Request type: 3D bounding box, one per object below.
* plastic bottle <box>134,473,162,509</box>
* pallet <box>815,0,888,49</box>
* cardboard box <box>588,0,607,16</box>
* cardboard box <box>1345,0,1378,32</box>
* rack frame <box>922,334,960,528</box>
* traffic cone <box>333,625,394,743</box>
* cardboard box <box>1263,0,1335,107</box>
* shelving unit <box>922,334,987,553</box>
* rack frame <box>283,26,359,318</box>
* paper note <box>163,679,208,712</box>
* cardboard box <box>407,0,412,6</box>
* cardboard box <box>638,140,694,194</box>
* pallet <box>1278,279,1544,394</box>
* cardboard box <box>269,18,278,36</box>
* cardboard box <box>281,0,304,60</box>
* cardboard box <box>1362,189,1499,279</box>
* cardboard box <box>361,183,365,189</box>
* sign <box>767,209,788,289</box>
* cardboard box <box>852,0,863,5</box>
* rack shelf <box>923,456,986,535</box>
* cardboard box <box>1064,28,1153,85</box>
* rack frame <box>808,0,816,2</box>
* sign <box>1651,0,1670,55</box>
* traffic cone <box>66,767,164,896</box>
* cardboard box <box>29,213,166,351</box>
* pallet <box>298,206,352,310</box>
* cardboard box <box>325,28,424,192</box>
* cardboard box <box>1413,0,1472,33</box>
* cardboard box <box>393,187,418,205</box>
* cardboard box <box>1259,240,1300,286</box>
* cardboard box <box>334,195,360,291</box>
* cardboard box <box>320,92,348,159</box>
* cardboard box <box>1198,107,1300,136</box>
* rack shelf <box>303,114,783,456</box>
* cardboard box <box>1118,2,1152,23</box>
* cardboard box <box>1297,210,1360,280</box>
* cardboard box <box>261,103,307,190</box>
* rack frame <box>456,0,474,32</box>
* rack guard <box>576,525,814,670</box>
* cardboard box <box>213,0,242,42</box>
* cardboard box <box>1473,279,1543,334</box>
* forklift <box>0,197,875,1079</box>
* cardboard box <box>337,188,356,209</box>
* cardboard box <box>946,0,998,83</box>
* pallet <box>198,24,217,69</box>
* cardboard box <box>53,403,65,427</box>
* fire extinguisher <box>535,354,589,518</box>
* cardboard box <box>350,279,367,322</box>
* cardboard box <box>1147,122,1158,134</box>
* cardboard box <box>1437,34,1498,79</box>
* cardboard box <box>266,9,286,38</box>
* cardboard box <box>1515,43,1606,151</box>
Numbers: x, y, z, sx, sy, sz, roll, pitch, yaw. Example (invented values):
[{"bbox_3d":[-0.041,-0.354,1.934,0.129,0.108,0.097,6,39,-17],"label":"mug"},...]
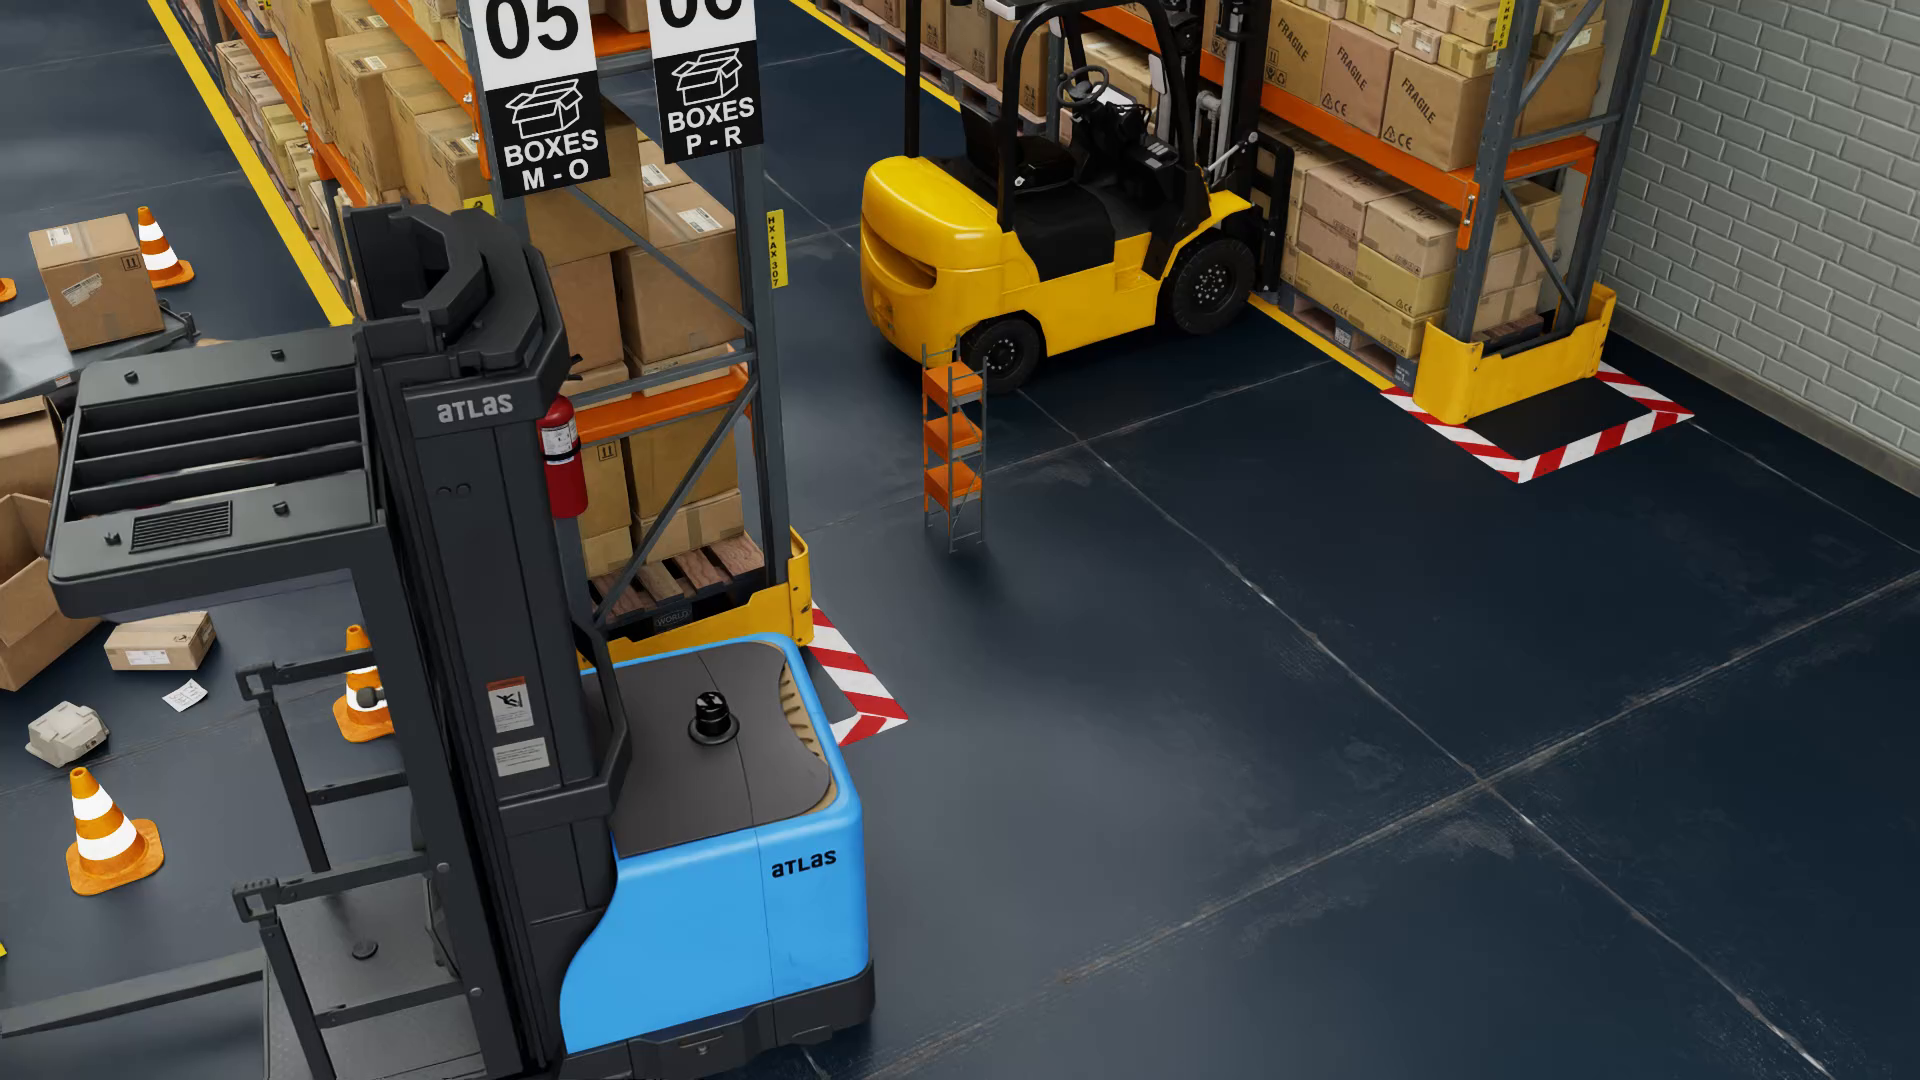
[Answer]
[{"bbox_3d":[-4.183,-0.267,8.564,0.133,0.061,0.283,-12,38,-16],"label":"plastic bottle"},{"bbox_3d":[-0.550,-4.623,14.400,1.003,0.211,1.213,-19,40,-24],"label":"pallet"},{"bbox_3d":[-1.296,-2.110,6.266,0.380,0.149,0.250,-20,41,-25],"label":"cardboard box"},{"bbox_3d":[2.327,-2.898,9.040,0.380,0.149,0.250,-19,40,-24],"label":"cardboard box"},{"bbox_3d":[-0.088,-0.513,8.063,0.200,1.050,0.008,-19,40,-24],"label":"rack frame"},{"bbox_3d":[-2.532,0.560,7.091,0.336,0.463,0.334,-19,40,-24],"label":"traffic cone"},{"bbox_3d":[2.105,-2.843,9.514,0.500,0.500,0.500,-20,41,-25],"label":"cardboard box"},{"bbox_3d":[-0.027,-0.451,7.978,0.215,1.050,0.252,-19,40,-24],"label":"shelving unit"},{"bbox_3d":[-3.210,-2.668,9.359,1.000,3.000,0.127,-19,40,-24],"label":"rack frame"},{"bbox_3d":[-3.397,0.679,7.294,0.142,0.019,0.148,26,44,31],"label":"paper note"},{"bbox_3d":[-1.879,-2.100,6.251,0.380,0.149,0.250,-18,40,-23],"label":"cardboard box"},{"bbox_3d":[-1.462,-1.375,7.253,0.500,0.500,0.500,-18,40,-23],"label":"cardboard box"},{"bbox_3d":[2.669,-1.352,9.922,1.003,0.211,1.213,-19,40,-24],"label":"pallet"},{"bbox_3d":[-3.825,-3.056,9.748,0.380,0.149,0.250,-20,41,-25],"label":"cardboard box"},{"bbox_3d":[-2.939,-2.676,8.186,0.700,0.500,0.500,-19,40,-24],"label":"cardboard box"},{"bbox_3d":[2.588,-1.706,9.170,0.500,0.250,0.500,-18,40,-22],"label":"cardboard box"},{"bbox_3d":[-2.904,-1.934,8.568,0.380,0.149,0.250,-18,40,-23],"label":"cardboard box"},{"bbox_3d":[-0.731,-1.138,6.531,0.100,0.325,0.005,-19,40,-24],"label":"sign"},{"bbox_3d":[-0.628,-5.069,14.304,0.875,0.625,0.625,-18,40,-23],"label":"cardboard box"},{"bbox_3d":[-0.027,-0.218,8.148,0.215,0.259,0.240,-19,40,-24],"label":"rack shelf"},{"bbox_3d":[1.051,-3.264,11.303,0.500,0.250,0.500,-20,40,-25],"label":"cardboard box"},{"bbox_3d":[-0.930,-6.180,14.169,1.000,3.000,0.127,-19,40,-24],"label":"rack frame"},{"bbox_3d":[3.572,-2.644,8.525,0.100,0.325,0.005,-19,40,-24],"label":"sign"},{"bbox_3d":[-3.321,1.062,6.404,0.336,0.463,0.334,-19,40,-24],"label":"traffic cone"},{"bbox_3d":[-4.734,-1.421,9.130,0.500,0.500,0.500,-19,40,-24],"label":"cardboard box"},{"bbox_3d":[-3.603,-1.938,10.725,1.003,0.211,1.213,-19,40,-24],"label":"pallet"},{"bbox_3d":[-2.239,-1.878,7.093,0.700,0.500,0.500,-19,40,-24],"label":"cardboard box"},{"bbox_3d":[2.576,-2.760,8.598,0.380,0.149,0.250,-19,40,-24],"label":"cardboard box"},{"bbox_3d":[-2.207,-1.496,7.419,0.500,0.500,0.500,-19,40,-24],"label":"cardboard box"},{"bbox_3d":[2.095,-1.820,10.174,0.500,0.250,0.500,-18,40,-23],"label":"cardboard box"},{"bbox_3d":[-3.147,-1.649,9.304,0.500,0.500,0.500,-17,39,-22],"label":"cardboard box"},{"bbox_3d":[-2.958,-2.272,8.481,0.500,0.500,0.500,-19,40,-24],"label":"cardboard box"},{"bbox_3d":[1.817,-2.480,10.229,0.500,0.250,0.500,-20,41,-25],"label":"cardboard box"},{"bbox_3d":[-2.205,-1.357,8.175,1.077,0.370,4.000,-19,40,-24],"label":"rack shelf"},{"bbox_3d":[1.353,-3.616,10.573,0.500,0.500,0.500,-18,40,-23],"label":"cardboard box"},{"bbox_3d":[2.332,-1.776,9.690,0.500,0.250,0.500,-19,40,-24],"label":"cardboard box"},{"bbox_3d":[-4.191,-2.763,11.361,0.950,0.372,0.625,-18,40,-22],"label":"cardboard box"},{"bbox_3d":[-1.201,-3.050,4.797,1.000,3.000,0.127,-19,40,-24],"label":"rack frame"},{"bbox_3d":[-1.239,0.343,7.357,1.175,0.500,0.348,-19,40,-24],"label":"rack guard"},{"bbox_3d":[-5.495,-4.396,13.171,0.875,0.875,0.875,-19,40,-24],"label":"cardboard box"},{"bbox_3d":[3.012,-1.468,9.692,0.500,0.250,0.500,-19,40,-24],"label":"cardboard box"},{"bbox_3d":[-1.874,0.547,5.016,3.031,2.935,1.130,-11,38,-15],"label":"forklift"},{"bbox_3d":[-3.136,-1.829,9.001,0.380,0.149,0.250,-18,40,-23],"label":"cardboard box"},{"bbox_3d":[0.425,-4.012,12.857,0.875,0.625,0.625,-19,40,-24],"label":"cardboard box"},{"bbox_3d":[-5.551,-4.006,13.556,1.003,0.211,1.213,-19,40,-24],"label":"pallet"},{"bbox_3d":[-4.657,-0.512,8.726,0.396,0.266,0.258,12,38,16],"label":"cardboard box"},{"bbox_3d":[-1.541,-0.402,6.322,0.296,0.674,0.183,-19,40,-24],"label":"fire extinguisher"},{"bbox_3d":[-3.147,-1.346,9.525,0.500,0.250,0.500,-21,41,-26],"label":"cardboard box"},{"bbox_3d":[1.553,-2.547,10.746,0.500,0.250,0.500,-19,40,-24],"label":"cardboard box"},{"bbox_3d":[2.673,-2.497,8.490,0.380,0.149,0.250,-18,40,-23],"label":"cardboard box"},{"bbox_3d":[-3.641,-3.165,9.348,0.500,0.500,0.500,-20,40,-25],"label":"cardboard box"},{"bbox_3d":[3.081,-2.476,9.012,0.500,0.500,0.500,-18,40,-22],"label":"cardboard box"}]
